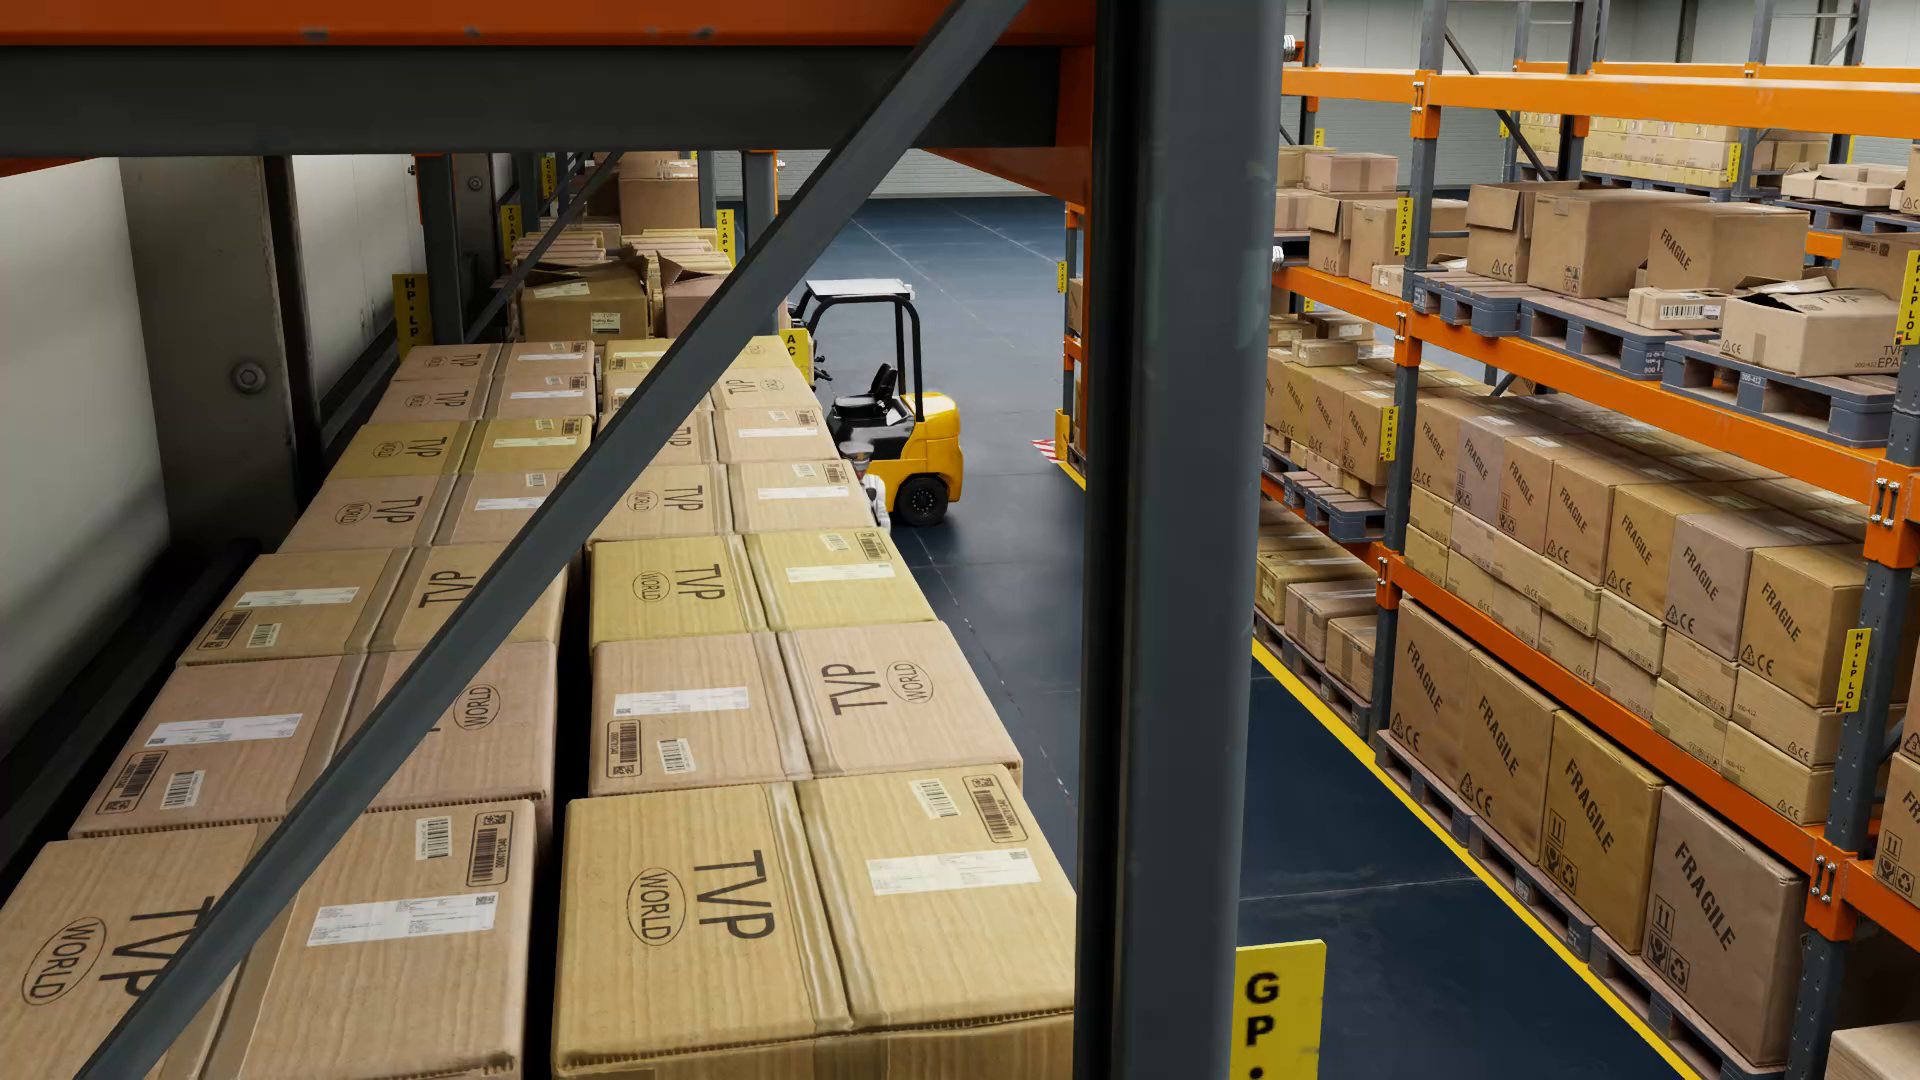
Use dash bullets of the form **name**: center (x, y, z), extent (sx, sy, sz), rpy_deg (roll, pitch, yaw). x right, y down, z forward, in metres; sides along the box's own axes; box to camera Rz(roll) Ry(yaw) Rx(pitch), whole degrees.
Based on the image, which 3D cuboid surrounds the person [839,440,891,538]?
- **person**: center (-0.717, 0.114, 11.677), extent (0.476, 1.659, 0.338), rpy_deg (-3, 17, -9)
